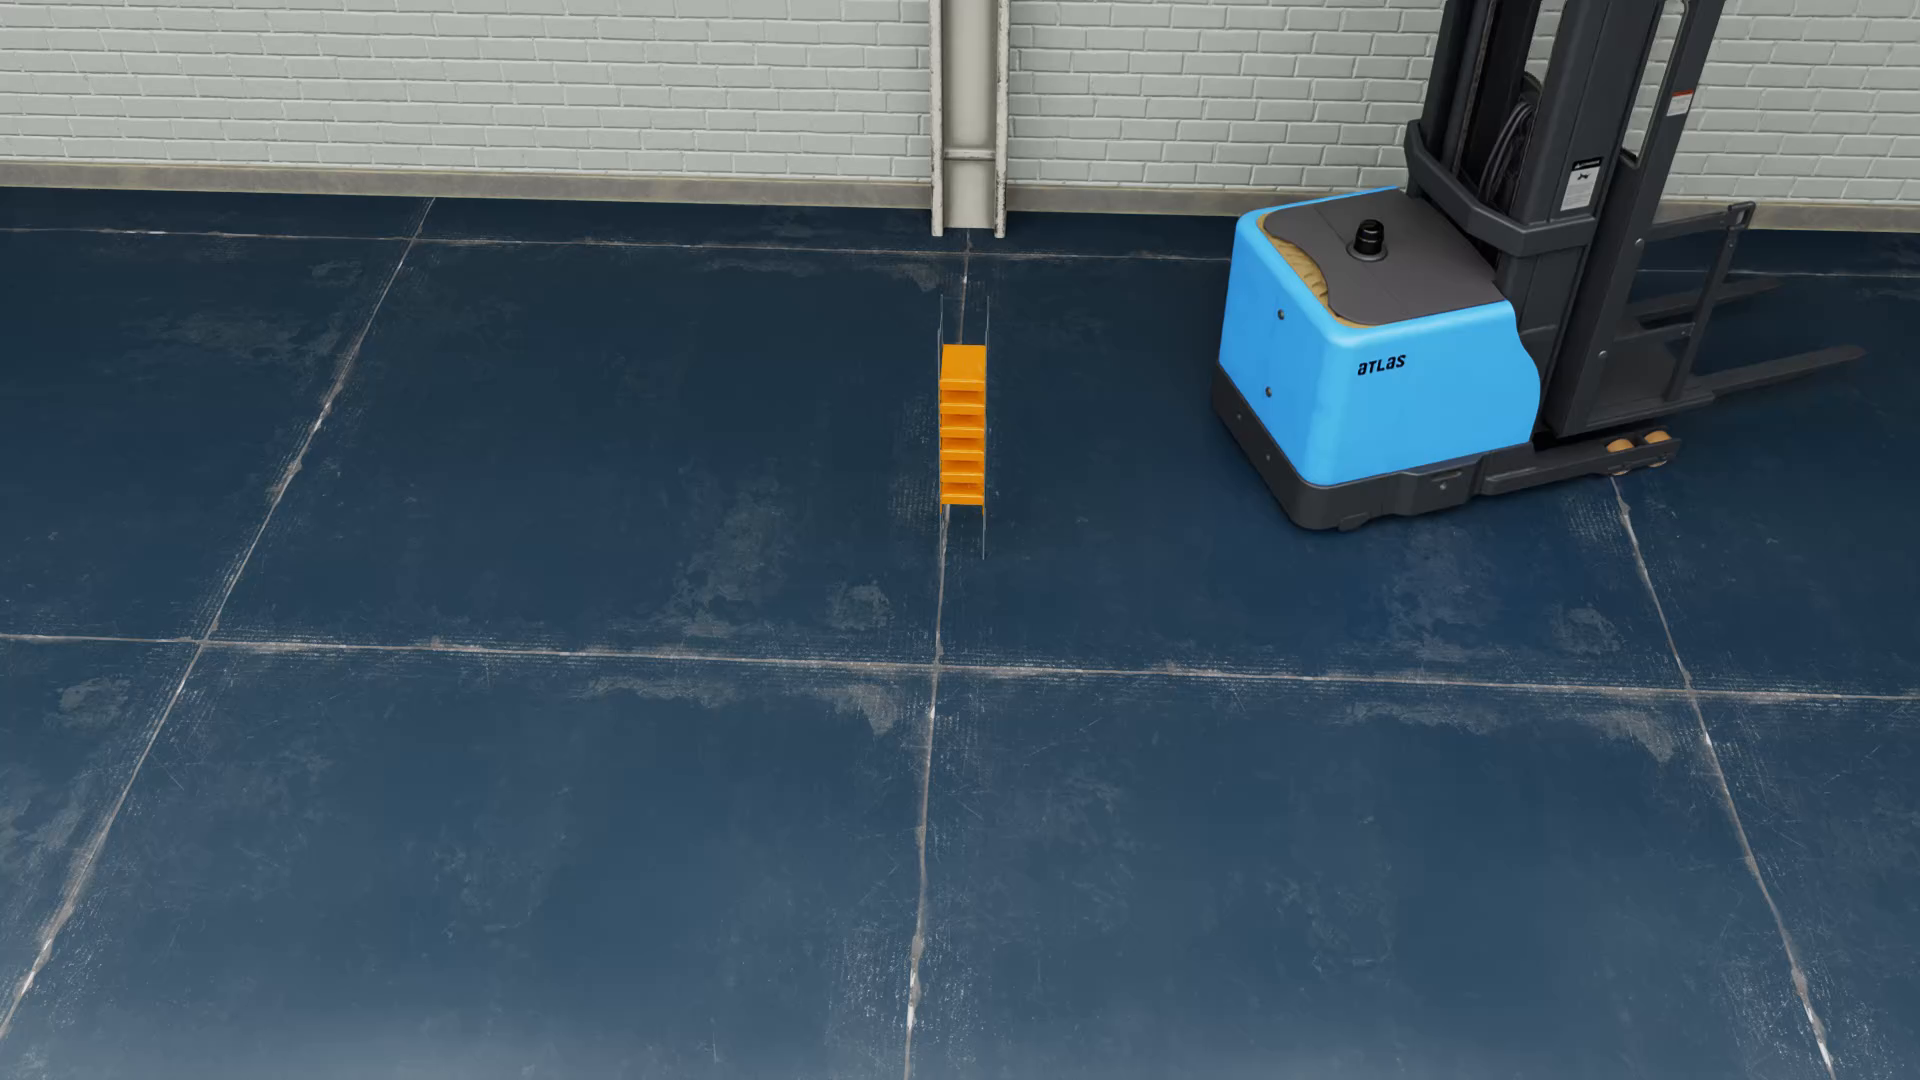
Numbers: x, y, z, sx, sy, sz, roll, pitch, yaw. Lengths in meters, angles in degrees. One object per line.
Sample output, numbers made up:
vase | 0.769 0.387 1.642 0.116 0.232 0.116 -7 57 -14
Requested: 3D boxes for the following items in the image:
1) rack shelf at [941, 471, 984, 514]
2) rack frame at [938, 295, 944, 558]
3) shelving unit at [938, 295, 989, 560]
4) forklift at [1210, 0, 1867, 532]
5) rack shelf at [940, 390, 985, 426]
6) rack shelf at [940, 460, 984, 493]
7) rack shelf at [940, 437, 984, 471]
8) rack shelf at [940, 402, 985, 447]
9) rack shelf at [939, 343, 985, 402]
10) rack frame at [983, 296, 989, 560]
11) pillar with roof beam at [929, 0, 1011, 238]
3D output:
rack shelf | 0.014 -0.230 7.034 0.180 0.103 0.258 2 43 2
rack frame | -0.077 -0.441 6.844 0.006 1.200 0.240 2 43 2
shelving unit | 0.014 -0.439 6.841 0.189 1.200 0.258 2 43 2
forklift | 2.757 -1.698 6.923 3.031 2.935 1.130 -12 44 -13
rack shelf | 0.014 -0.582 6.707 0.180 0.103 0.258 2 43 2
rack shelf | 0.014 -0.318 6.953 0.180 0.103 0.258 2 43 2
rack shelf | 0.014 -0.406 6.871 0.180 0.103 0.258 2 43 2
rack shelf | 0.014 -0.494 6.789 0.180 0.103 0.258 2 43 2
rack shelf | 0.014 -0.669 6.625 0.180 0.103 0.258 2 43 2
rack frame | 0.106 -0.436 6.838 0.006 1.200 0.240 2 43 2
pillar with roof beam | -0.141 -2.110 2.913 0.400 9.000 9.100 2 43 2
